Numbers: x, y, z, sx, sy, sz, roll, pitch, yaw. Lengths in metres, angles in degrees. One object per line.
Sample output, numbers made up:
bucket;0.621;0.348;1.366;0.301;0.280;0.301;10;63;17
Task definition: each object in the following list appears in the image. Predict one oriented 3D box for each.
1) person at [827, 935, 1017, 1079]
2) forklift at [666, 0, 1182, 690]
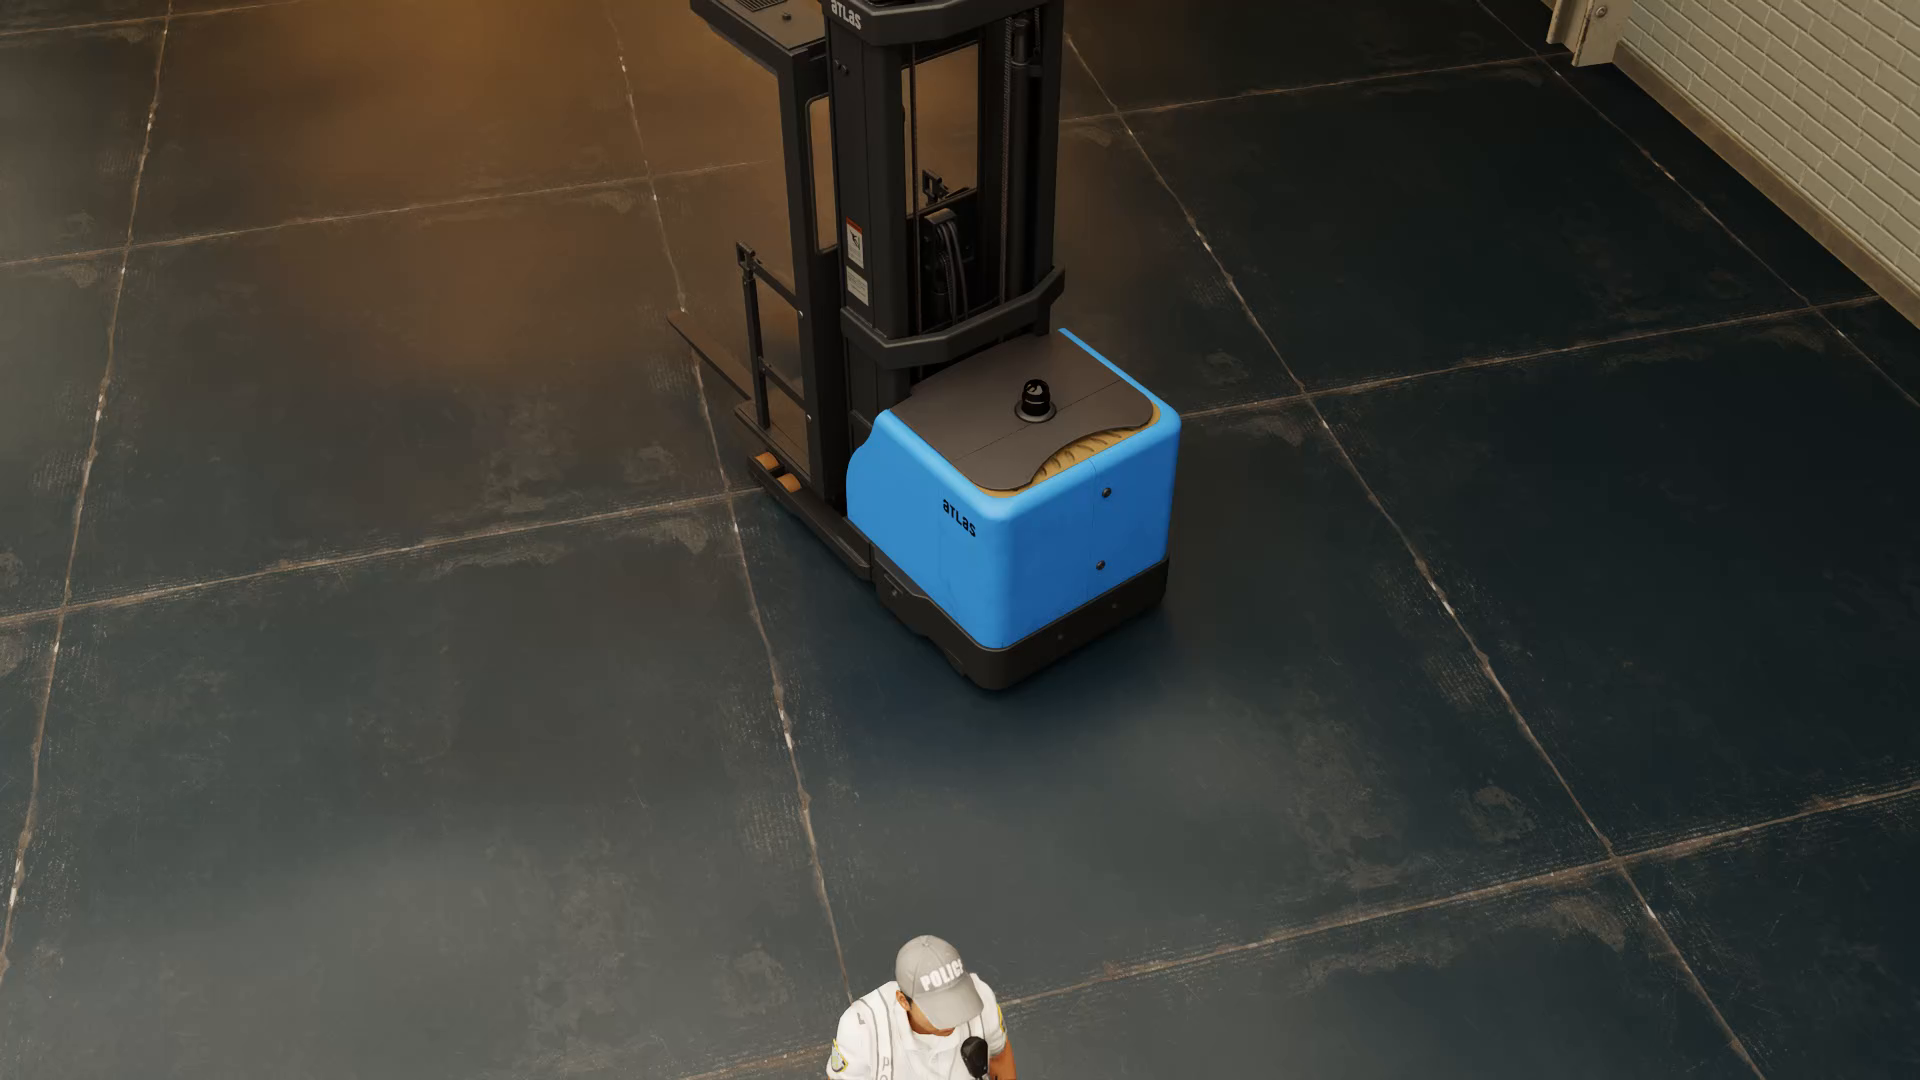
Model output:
person;-0.090;1.746;4.707;0.598;1.670;0.529;-14;45;-14
forklift;-0.366;-1.399;7.126;1.130;2.935;3.031;-27;50;-26
